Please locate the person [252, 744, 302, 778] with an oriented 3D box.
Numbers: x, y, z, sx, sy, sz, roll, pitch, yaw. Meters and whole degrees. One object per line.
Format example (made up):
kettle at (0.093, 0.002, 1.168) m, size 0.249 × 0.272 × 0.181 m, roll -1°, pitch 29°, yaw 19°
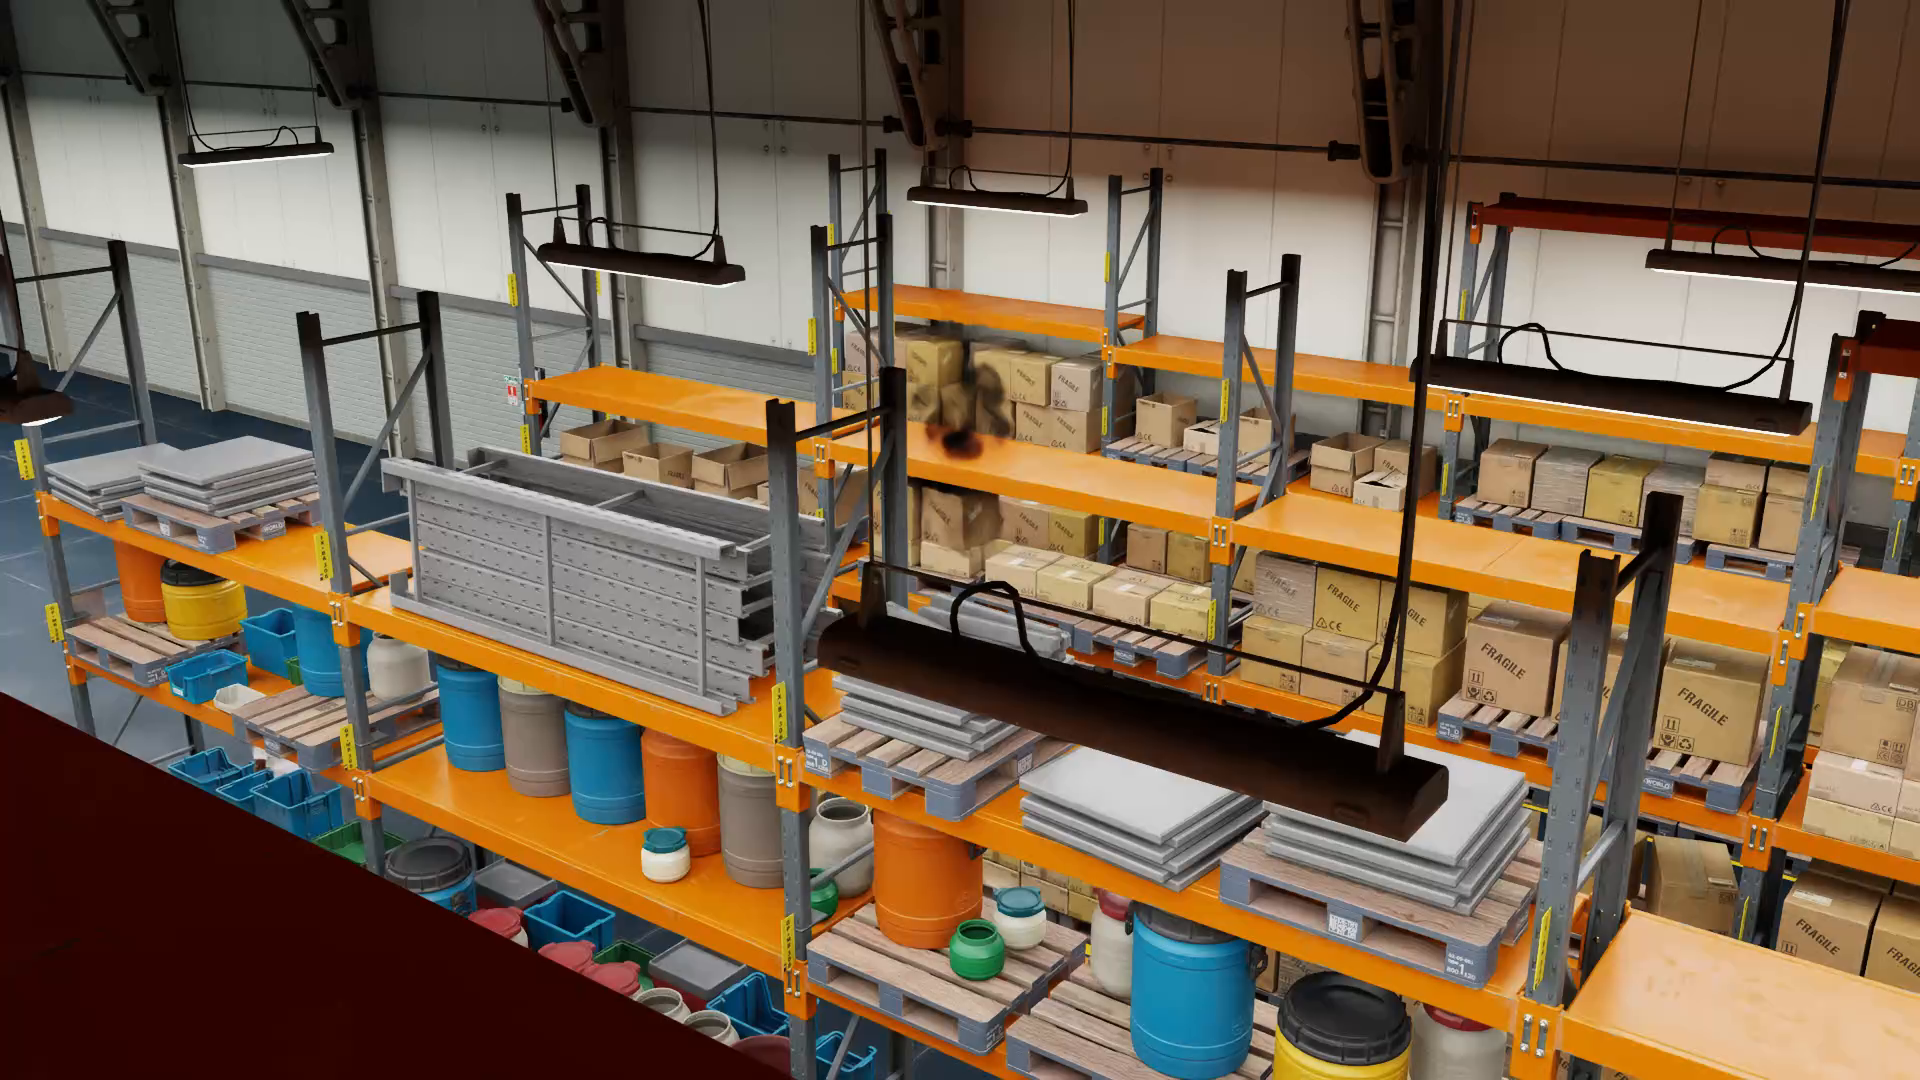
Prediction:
person at (-6.405, 2.248, 15.770) m, size 0.679 × 1.760 × 0.741 m, roll 5°, pitch 19°, yaw 15°
